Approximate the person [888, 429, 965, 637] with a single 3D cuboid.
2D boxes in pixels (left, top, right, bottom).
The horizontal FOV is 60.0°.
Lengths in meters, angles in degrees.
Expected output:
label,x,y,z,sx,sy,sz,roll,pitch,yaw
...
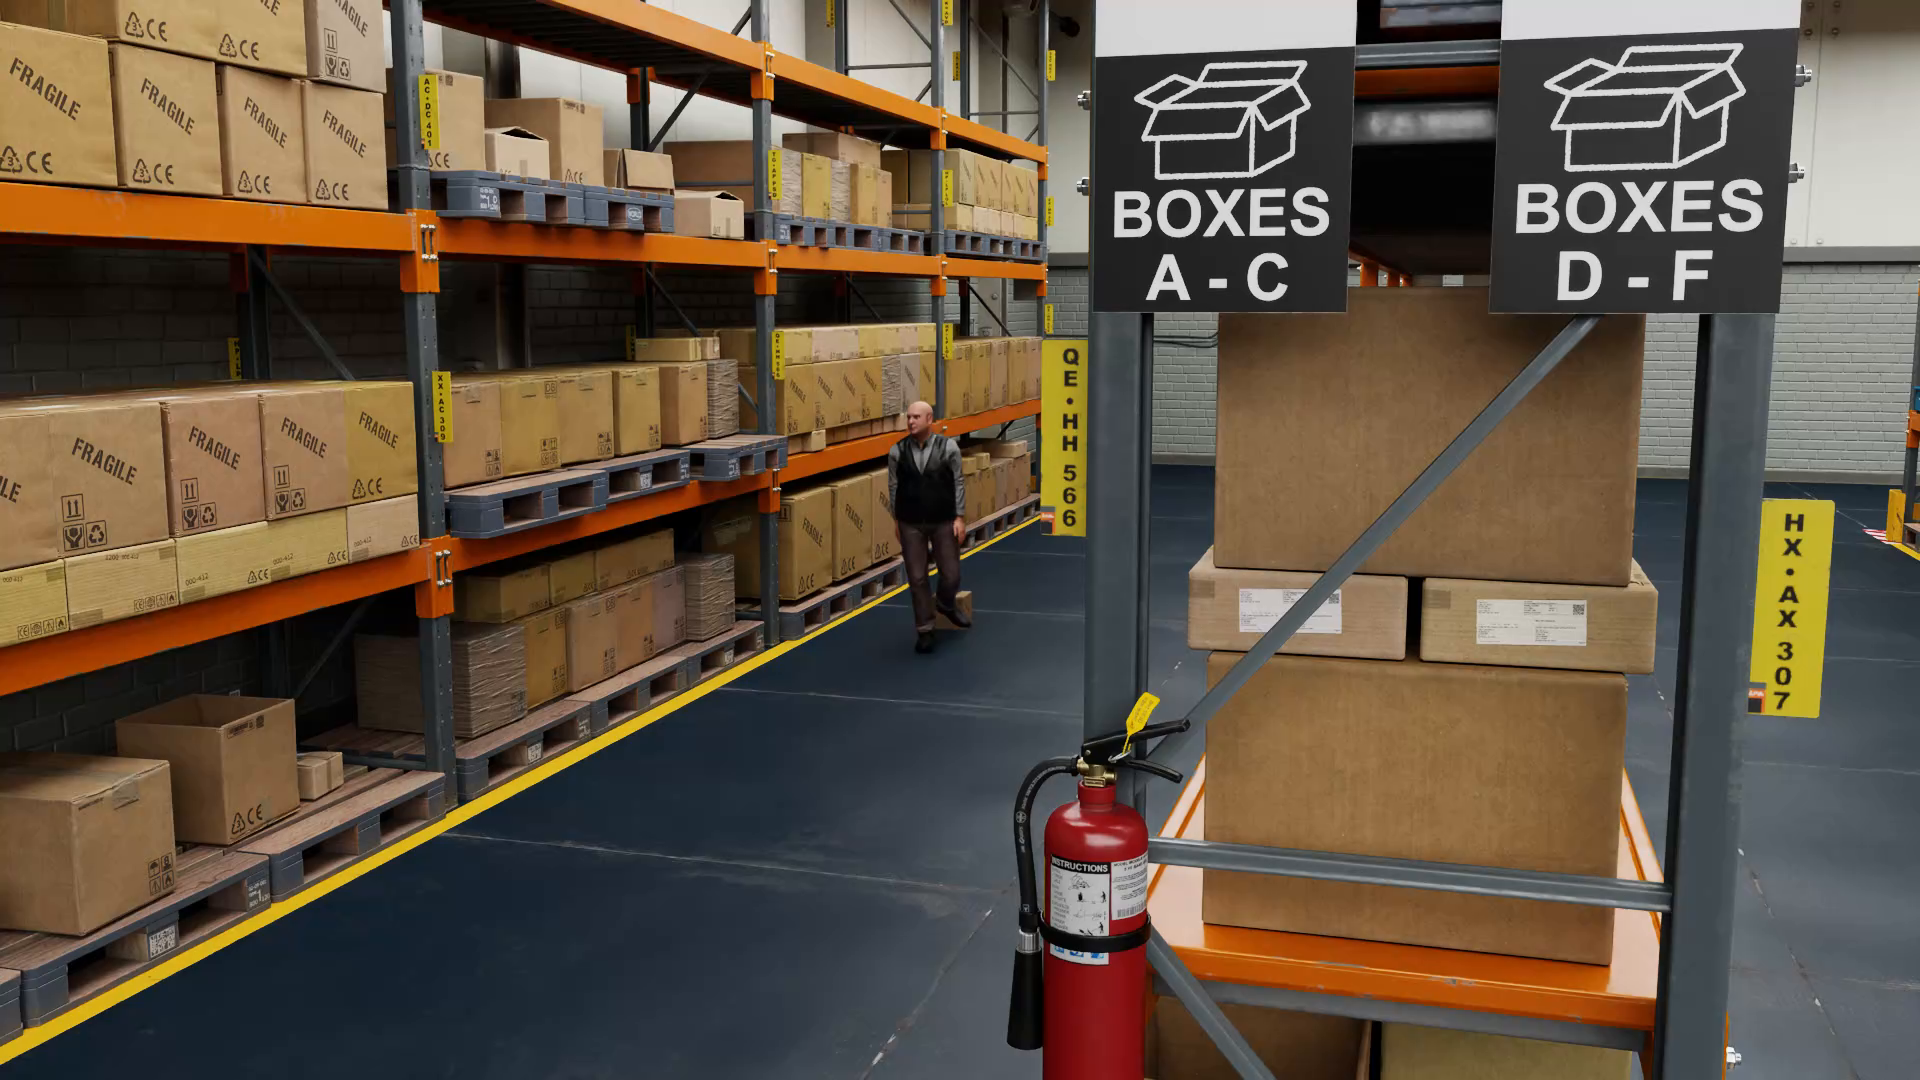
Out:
label,x,y,z,sx,sy,sz,roll,pitch,yaw
person,-0.222,-0.051,11.638,0.541,1.474,0.545,1,8,6
